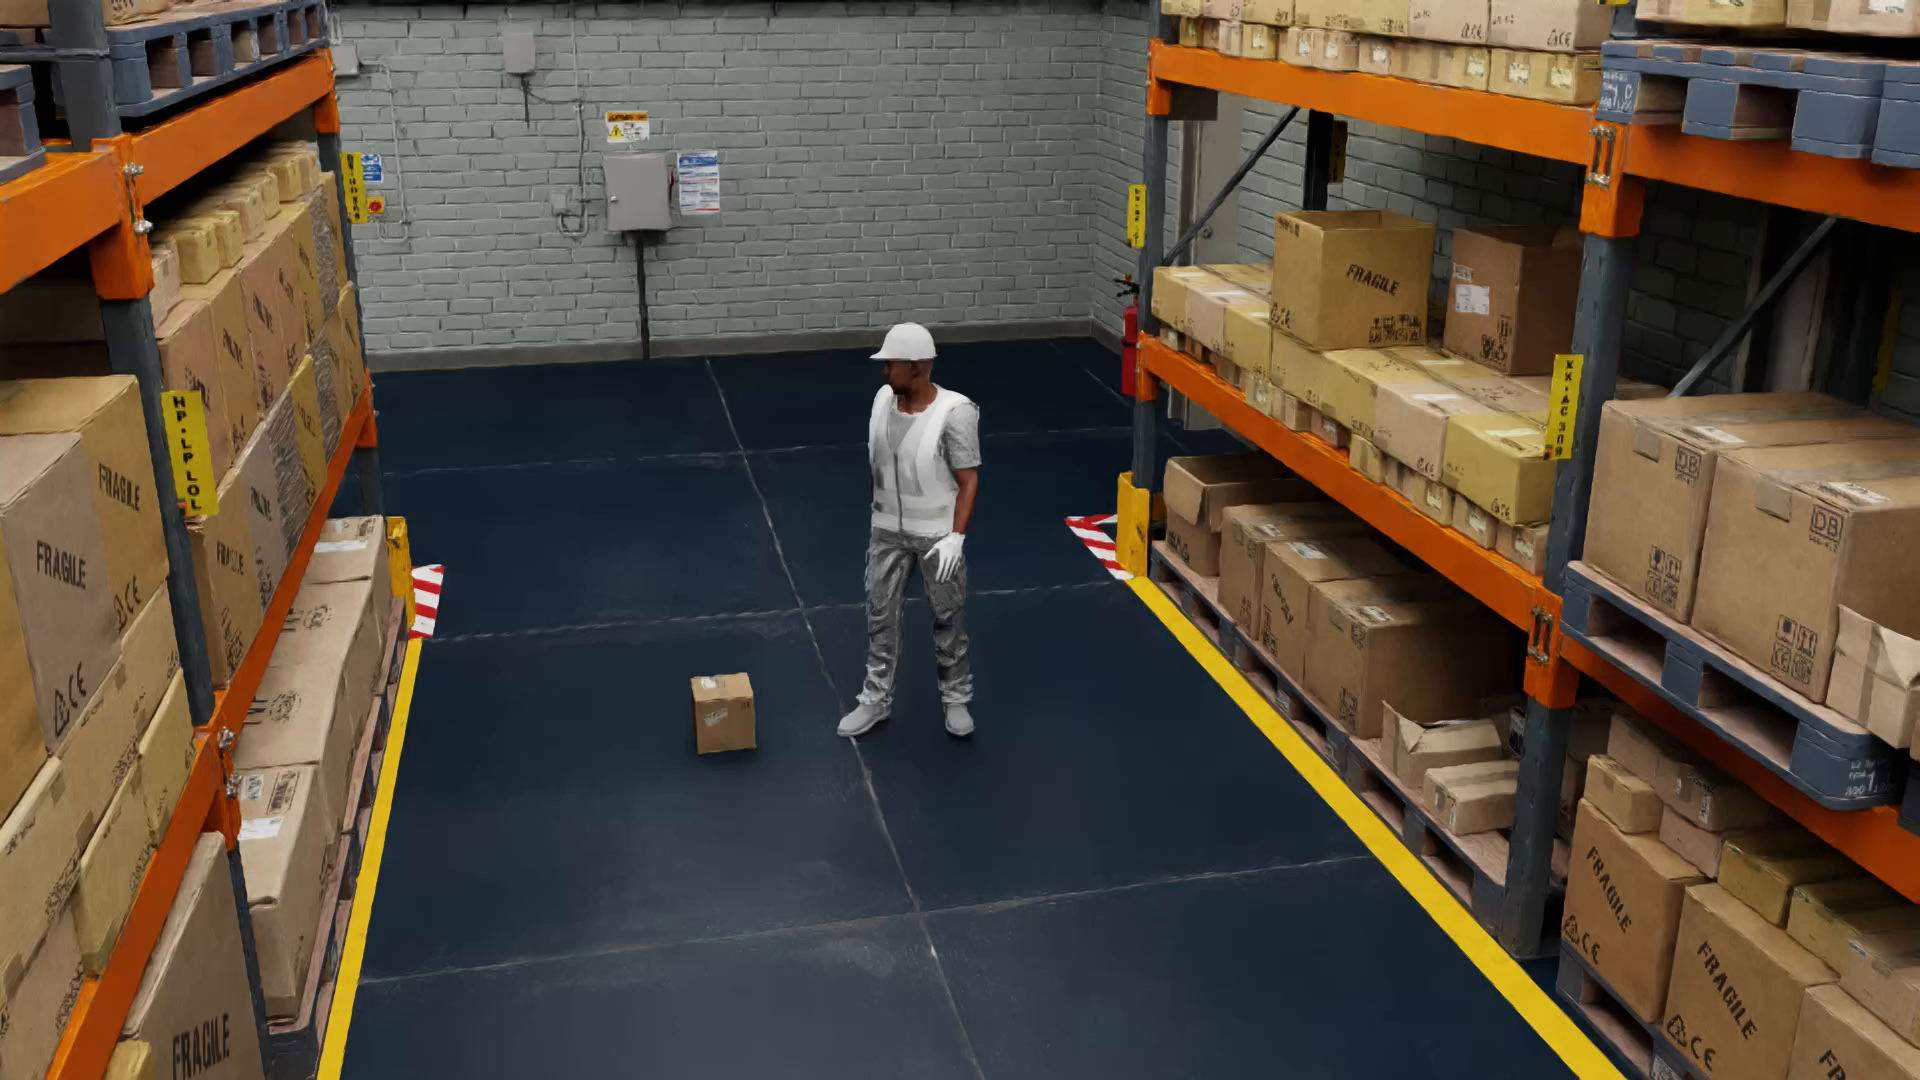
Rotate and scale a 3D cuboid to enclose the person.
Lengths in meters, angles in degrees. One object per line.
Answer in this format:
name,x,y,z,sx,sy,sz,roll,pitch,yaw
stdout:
person,-0.188,-0.023,7.040,0.593,1.796,0.505,10,22,27
